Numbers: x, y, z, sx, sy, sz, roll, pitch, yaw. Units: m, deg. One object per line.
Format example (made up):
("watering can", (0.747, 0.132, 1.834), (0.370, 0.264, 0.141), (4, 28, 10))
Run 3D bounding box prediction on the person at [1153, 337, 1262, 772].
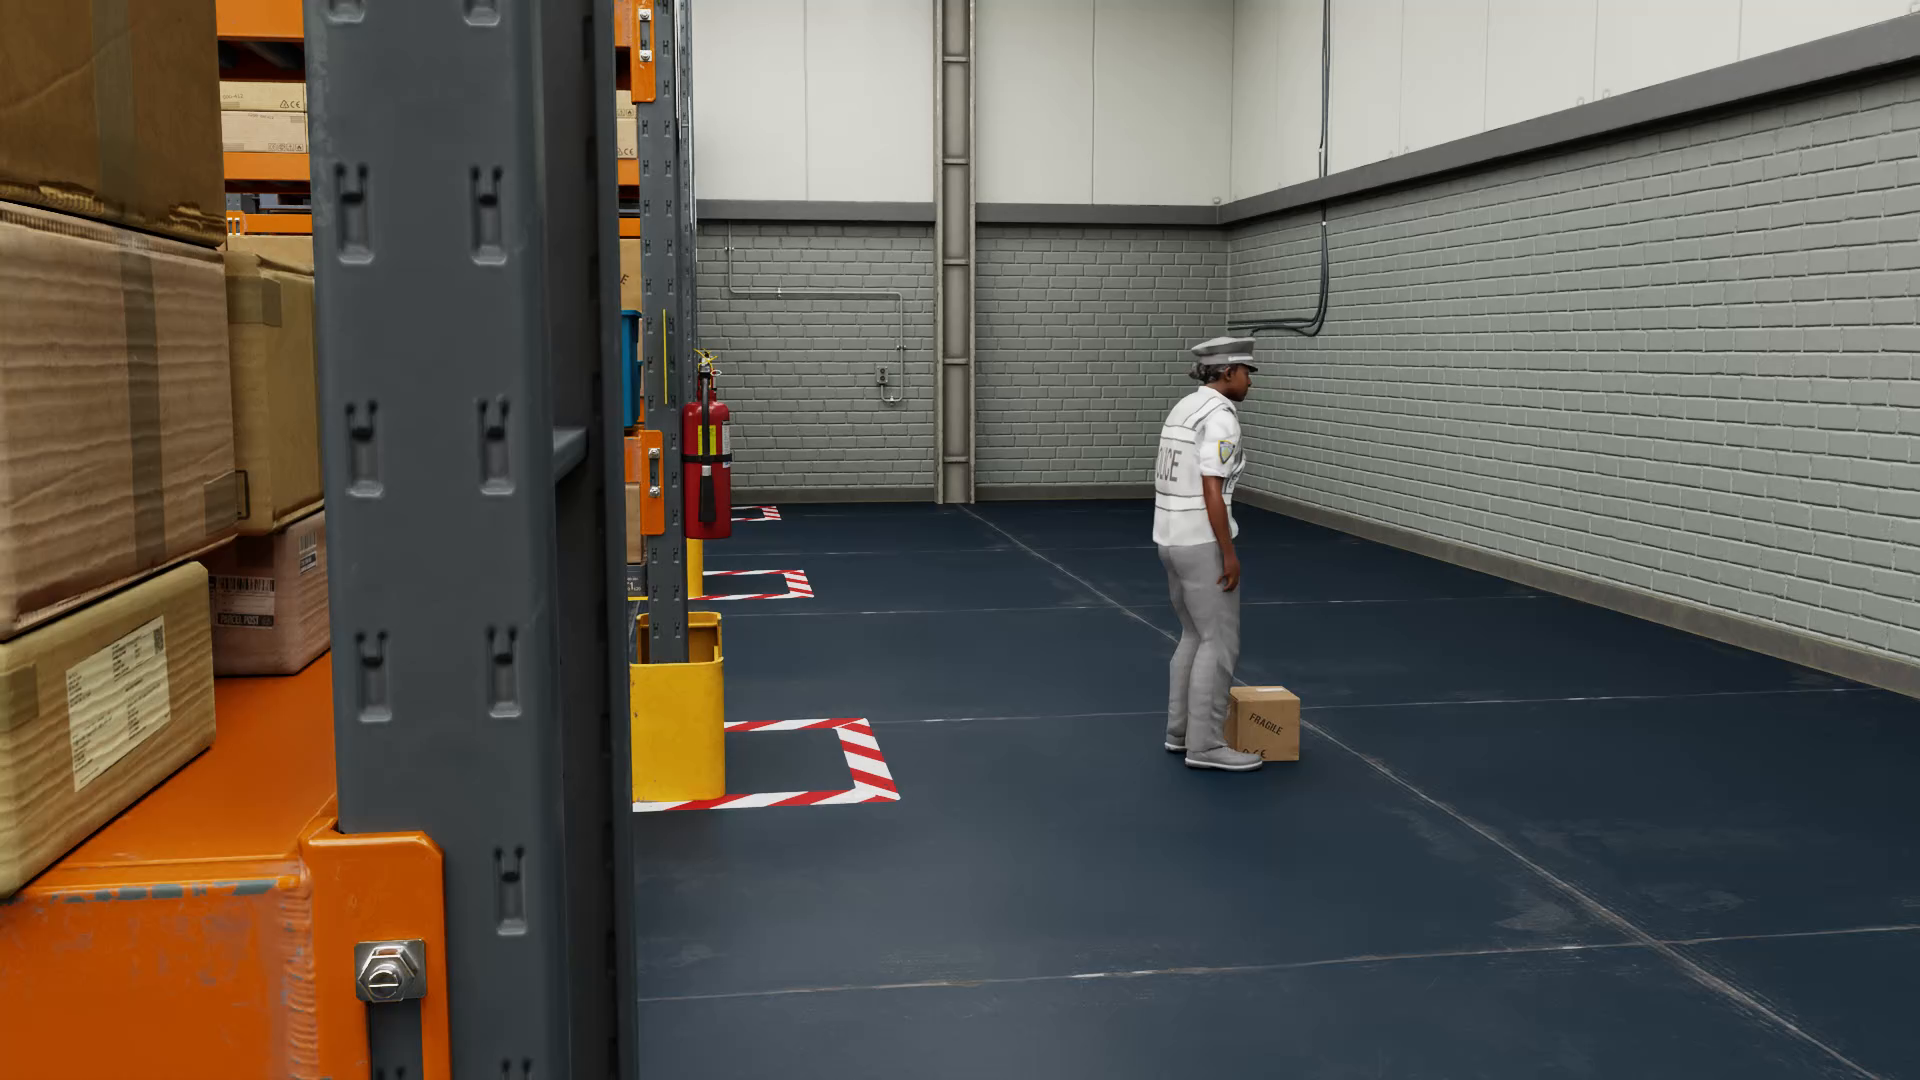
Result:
("person", (0.968, 0.039, 6.508), (0.397, 1.658, 0.509), (-1, 7, -9))
